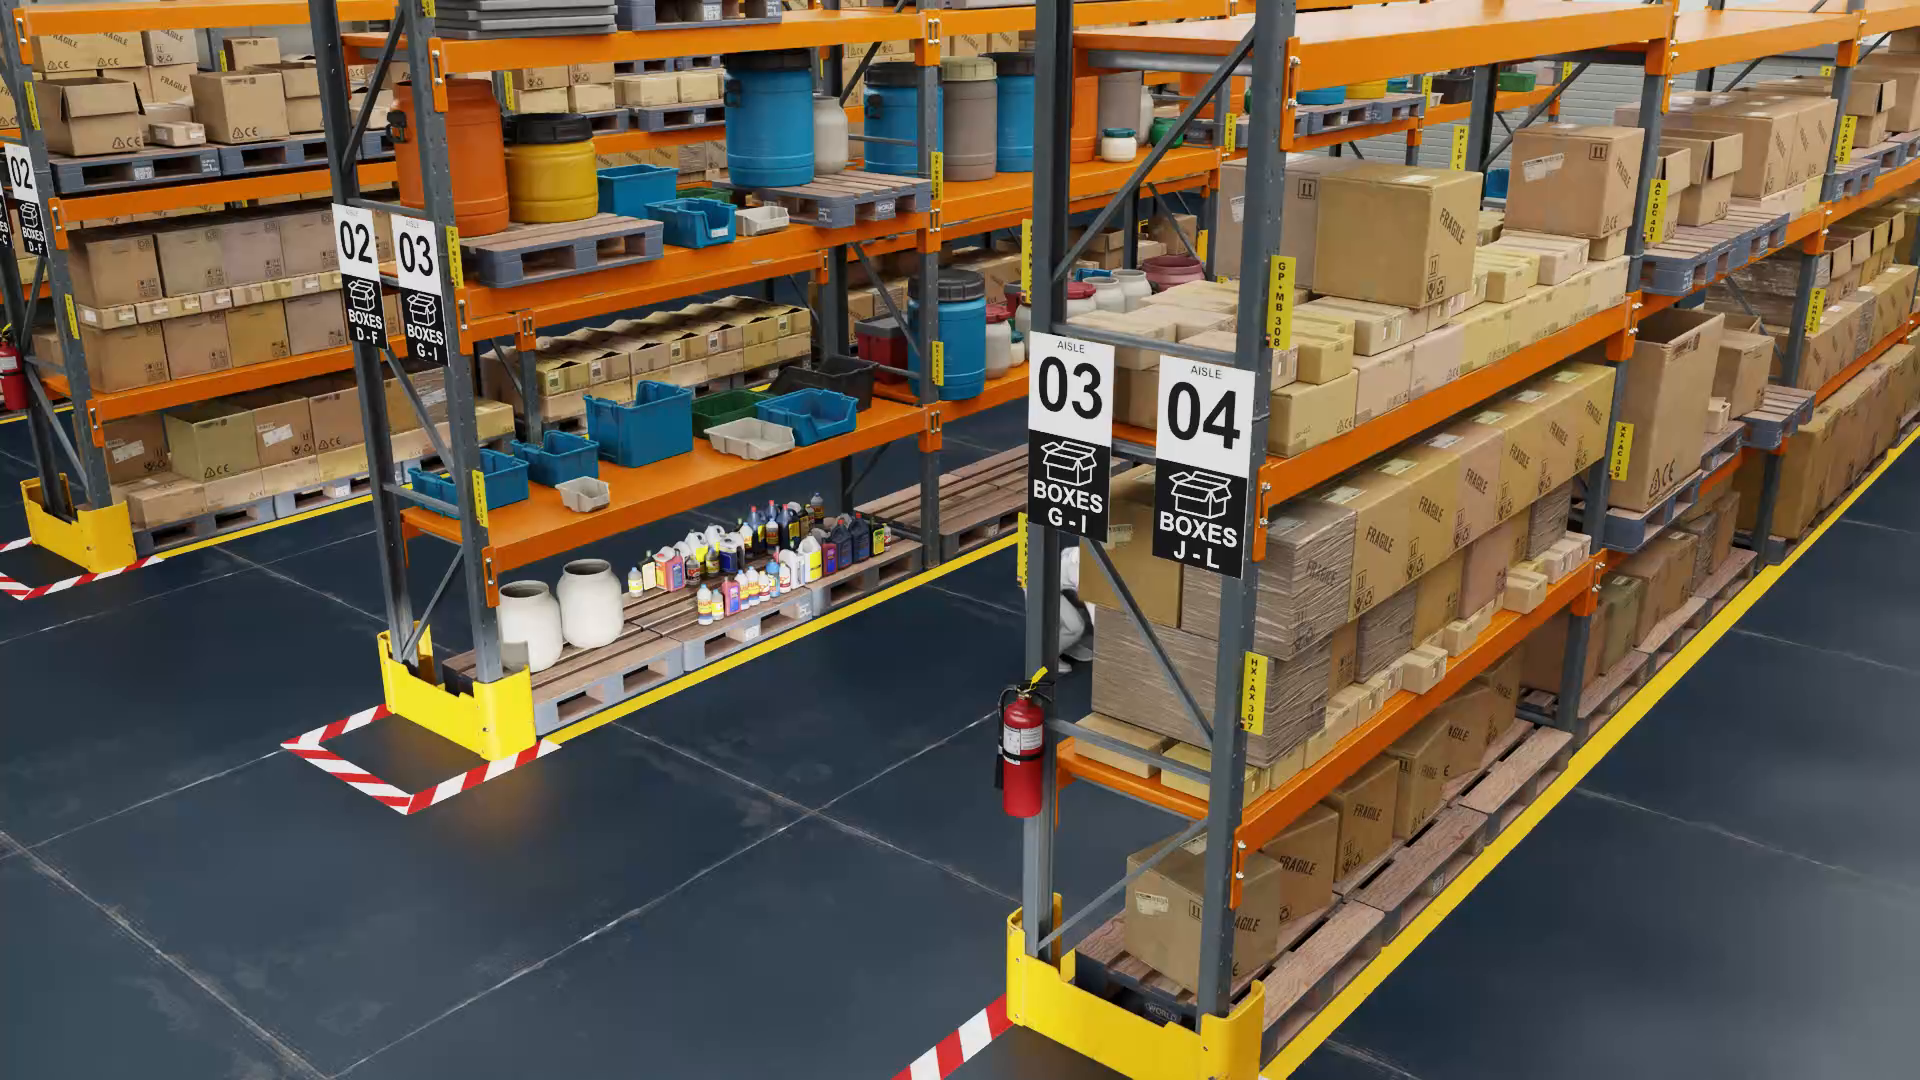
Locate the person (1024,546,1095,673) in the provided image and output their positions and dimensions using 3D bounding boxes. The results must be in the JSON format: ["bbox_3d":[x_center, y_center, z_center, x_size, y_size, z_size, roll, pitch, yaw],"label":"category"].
[{"bbox_3d":[0.829,0.399,10.996,0.884,0.980,0.460,15,25,35],"label":"person"}]
